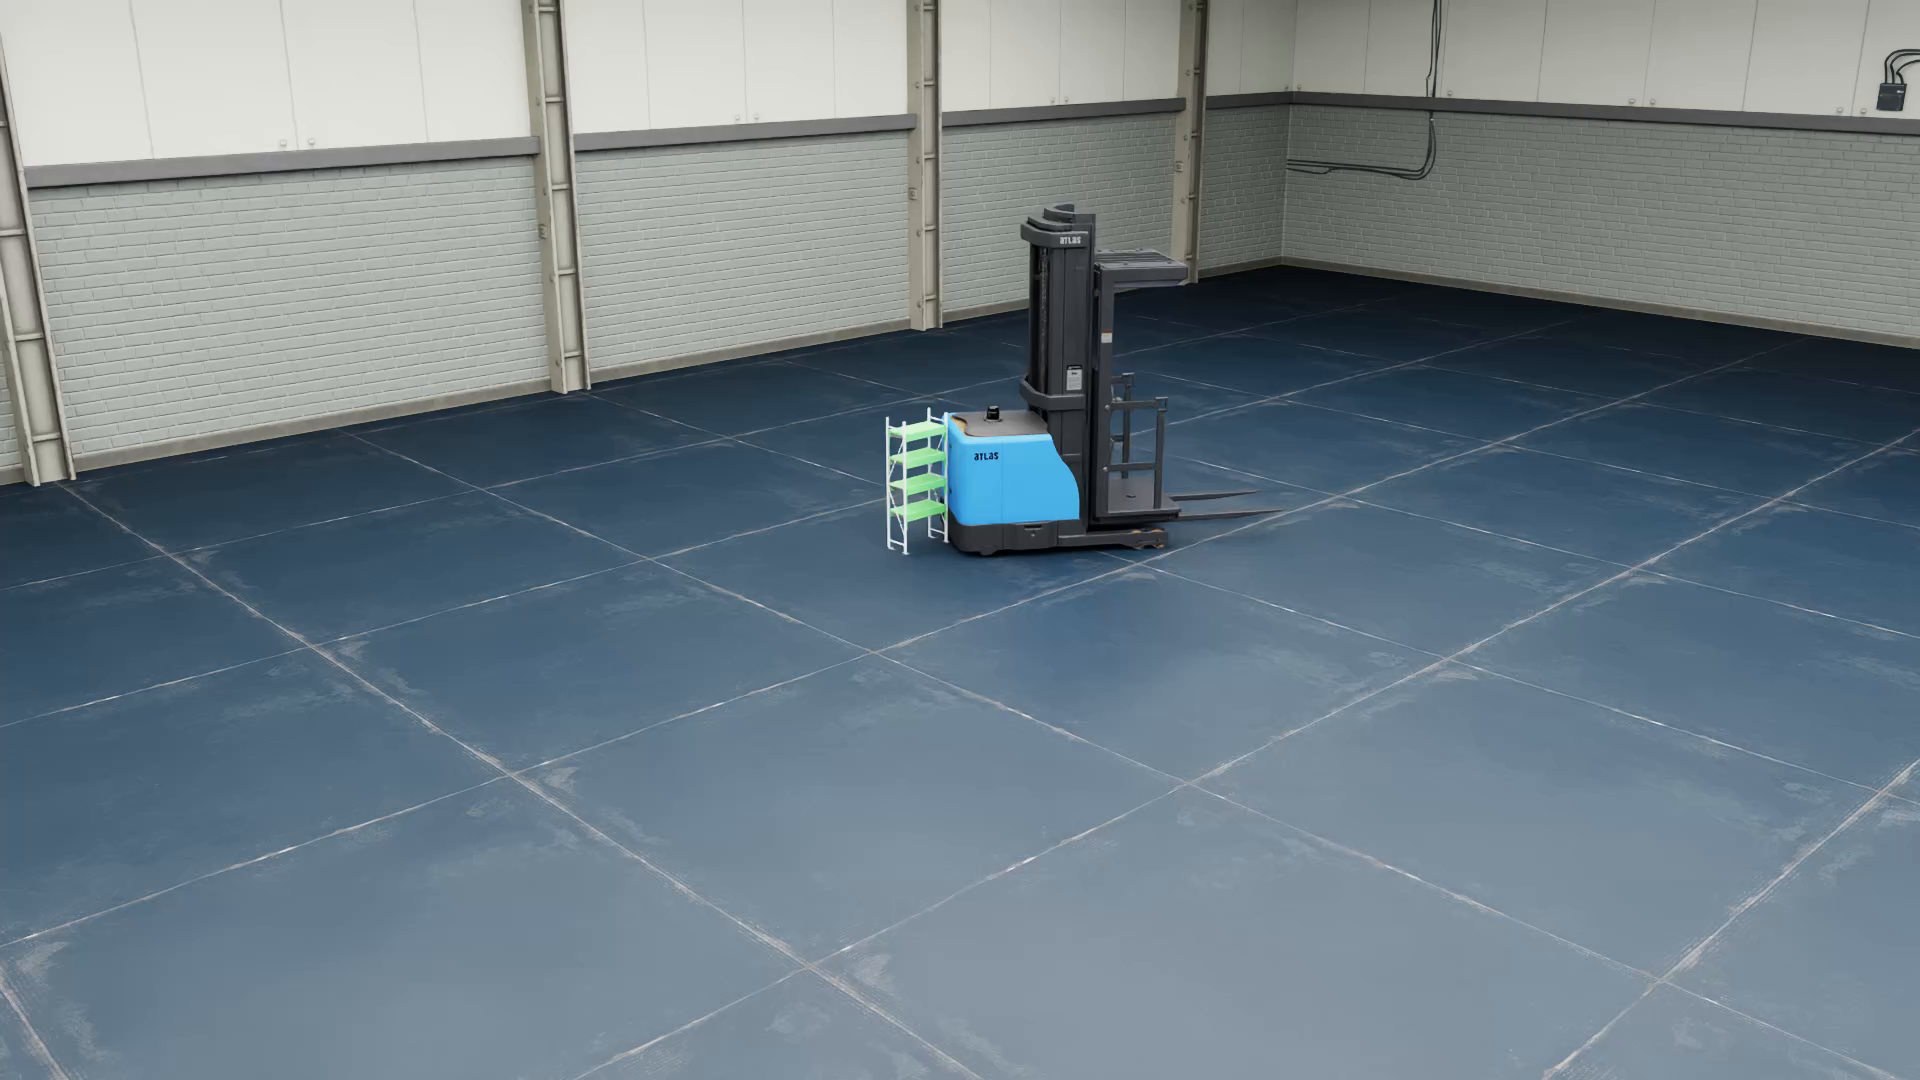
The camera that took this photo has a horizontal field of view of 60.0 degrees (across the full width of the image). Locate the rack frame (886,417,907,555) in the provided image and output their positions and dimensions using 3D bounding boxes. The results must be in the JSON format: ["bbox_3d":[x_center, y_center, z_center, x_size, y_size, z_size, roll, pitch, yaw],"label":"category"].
[{"bbox_3d":[-0.553,-0.468,14.484,0.015,1.200,0.240,-16,24,-41],"label":"rack frame"}]

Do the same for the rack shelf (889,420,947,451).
[{"bbox_3d":[-0.376,-0.916,14.515,0.480,0.148,0.258,-16,24,-41],"label":"rack shelf"}]

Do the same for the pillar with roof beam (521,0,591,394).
[{"bbox_3d":[-1.908,-5.200,16.432,0.400,9.000,9.100,-16,24,-41],"label":"pillar with roof beam"}]

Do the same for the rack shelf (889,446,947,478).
[{"bbox_3d":[-0.376,-0.688,14.589,0.480,0.148,0.258,-16,24,-41],"label":"rack shelf"}]

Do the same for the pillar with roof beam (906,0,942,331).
[{"bbox_3d":[2.451,-6.471,20.353,0.400,9.000,9.100,-16,24,-41],"label":"pillar with roof beam"}]

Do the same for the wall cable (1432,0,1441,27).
[{"bbox_3d":[8.761,-9.354,26.091,0.112,2.526,3.097,-16,24,-41],"label":"wall cable"}]

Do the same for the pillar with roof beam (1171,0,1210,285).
[{"bbox_3d":[6.811,-7.743,24.274,0.400,9.000,9.100,-16,24,-41],"label":"pillar with roof beam"}]

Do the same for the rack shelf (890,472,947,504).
[{"bbox_3d":[-0.376,-0.459,14.663,0.480,0.148,0.258,-16,24,-41],"label":"rack shelf"}]

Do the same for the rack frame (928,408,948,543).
[{"bbox_3d":[-0.198,-0.572,14.803,0.015,1.200,0.240,-16,24,-41],"label":"rack frame"}]

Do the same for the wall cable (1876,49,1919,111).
[{"bbox_3d":[13.413,-8.522,21.165,0.169,6.003,2.305,-16,24,-41],"label":"wall cable"}]

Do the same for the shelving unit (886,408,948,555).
[{"bbox_3d":[-0.376,-0.520,14.643,0.503,1.200,0.258,-16,24,-41],"label":"shelving unit"}]

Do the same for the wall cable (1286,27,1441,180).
[{"bbox_3d":[6.902,-7.558,28.740,0.112,2.526,3.097,-16,24,-41],"label":"wall cable"}]

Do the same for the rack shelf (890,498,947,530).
[{"bbox_3d":[-0.376,-0.231,14.737,0.480,0.148,0.258,-16,24,-41],"label":"rack shelf"}]

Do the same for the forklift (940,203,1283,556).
[{"bbox_3d":[1.386,-1.466,14.755,3.031,2.935,1.130,-4,18,-11],"label":"forklift"}]

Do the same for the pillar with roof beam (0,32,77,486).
[{"bbox_3d":[-6.268,-3.928,12.510,0.400,9.000,9.100,-16,24,-41],"label":"pillar with roof beam"}]
